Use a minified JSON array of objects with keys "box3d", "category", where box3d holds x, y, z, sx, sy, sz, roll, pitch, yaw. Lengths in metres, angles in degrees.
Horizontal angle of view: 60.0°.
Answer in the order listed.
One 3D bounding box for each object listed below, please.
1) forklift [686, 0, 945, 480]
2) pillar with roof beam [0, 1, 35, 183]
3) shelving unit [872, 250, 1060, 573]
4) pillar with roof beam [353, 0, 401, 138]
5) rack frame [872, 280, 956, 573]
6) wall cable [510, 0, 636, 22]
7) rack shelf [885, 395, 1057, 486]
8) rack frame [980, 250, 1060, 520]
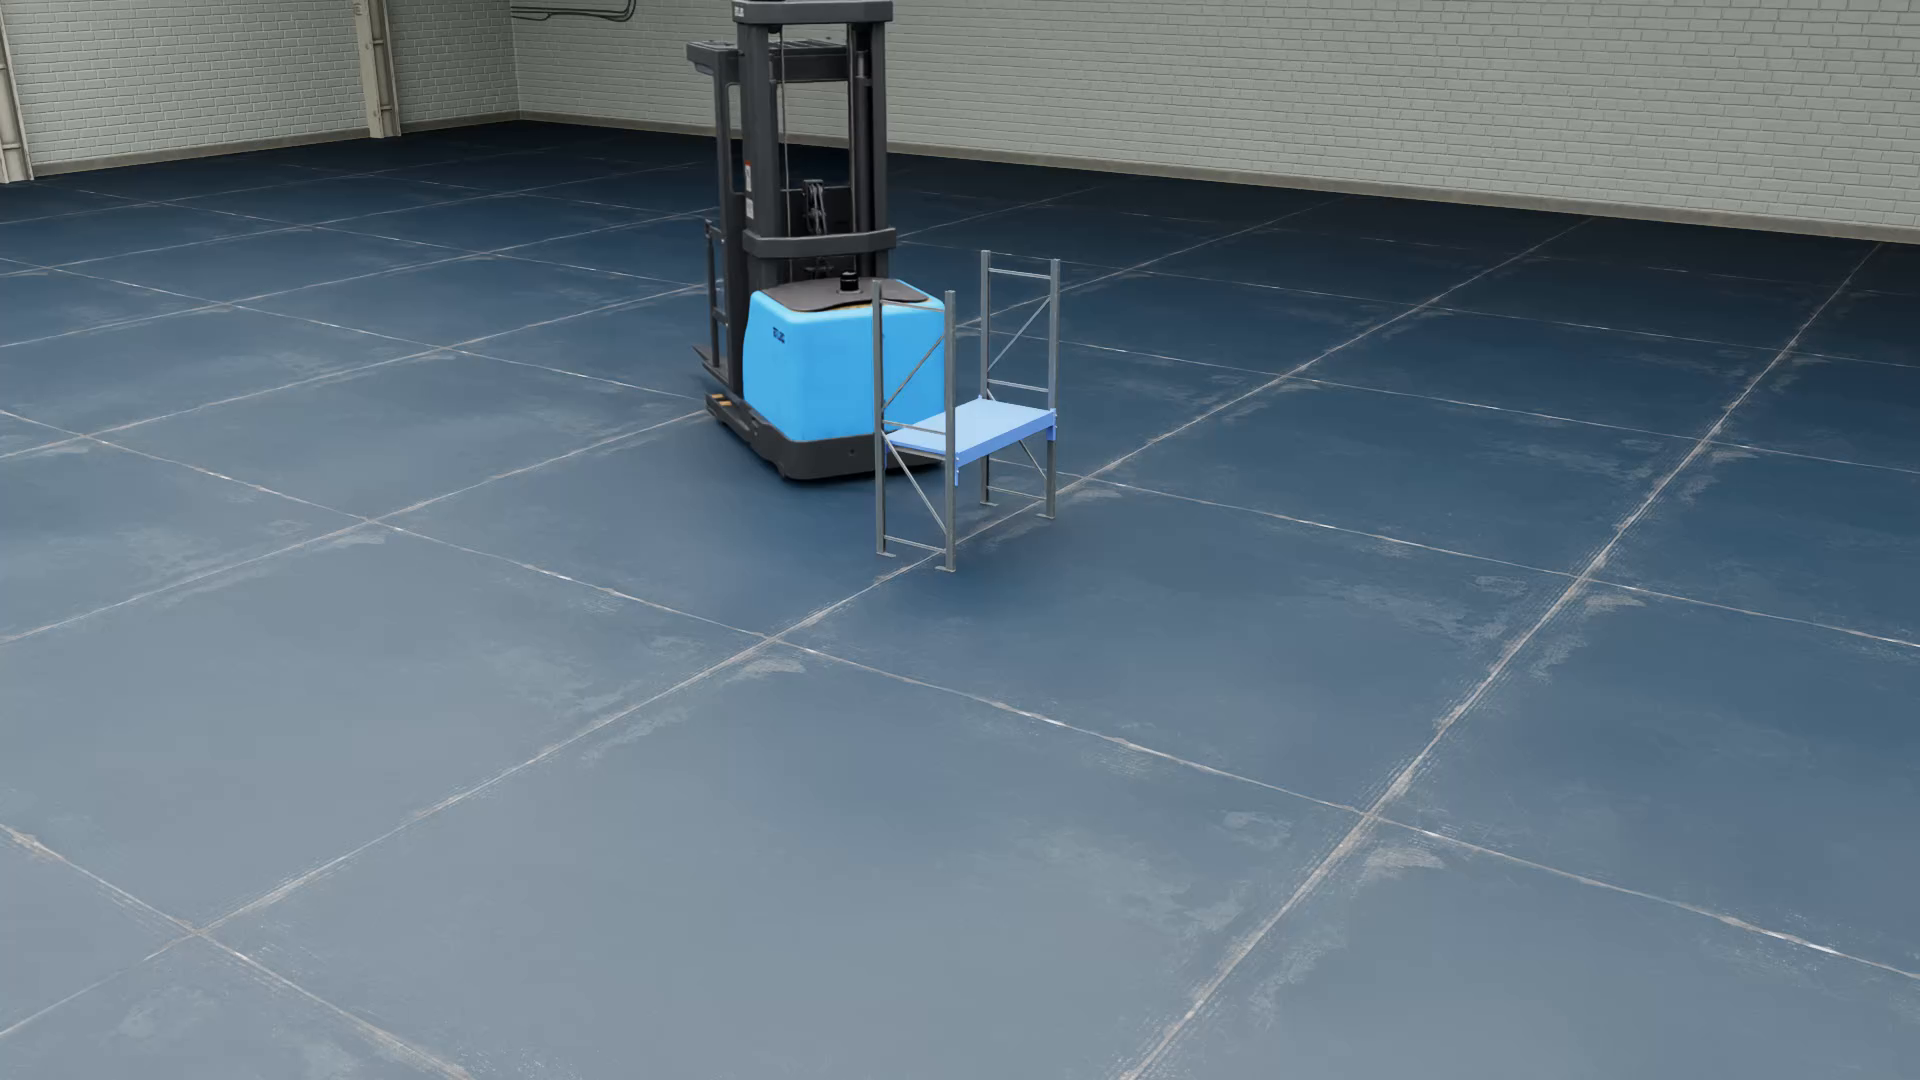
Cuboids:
[{"box3d":[-1.118,-2.213,11.024,1.130,2.935,3.031,-8,22,-22],"category":"forklift"},{"box3d":[-9.124,-8.200,18.463,9.100,9.000,0.400,13,24,32],"category":"pillar with roof beam"},{"box3d":[0.048,-0.728,9.071,0.538,1.500,1.048,13,24,32],"category":"shelving unit"},{"box3d":[-5.751,-9.922,23.117,9.100,9.000,0.400,13,24,32],"category":"pillar with roof beam"},{"box3d":[-0.238,-0.582,8.677,0.500,1.500,0.032,13,24,32],"category":"rack frame"},{"box3d":[-6.562,-9.892,27.513,3.097,2.526,0.112,13,24,32],"category":"wall cable"},{"box3d":[0.048,-0.559,9.133,0.538,0.185,1.000,13,24,32],"category":"rack shelf"},{"box3d":[0.334,-0.874,9.465,0.500,1.500,0.032,13,24,32],"category":"rack frame"}]
